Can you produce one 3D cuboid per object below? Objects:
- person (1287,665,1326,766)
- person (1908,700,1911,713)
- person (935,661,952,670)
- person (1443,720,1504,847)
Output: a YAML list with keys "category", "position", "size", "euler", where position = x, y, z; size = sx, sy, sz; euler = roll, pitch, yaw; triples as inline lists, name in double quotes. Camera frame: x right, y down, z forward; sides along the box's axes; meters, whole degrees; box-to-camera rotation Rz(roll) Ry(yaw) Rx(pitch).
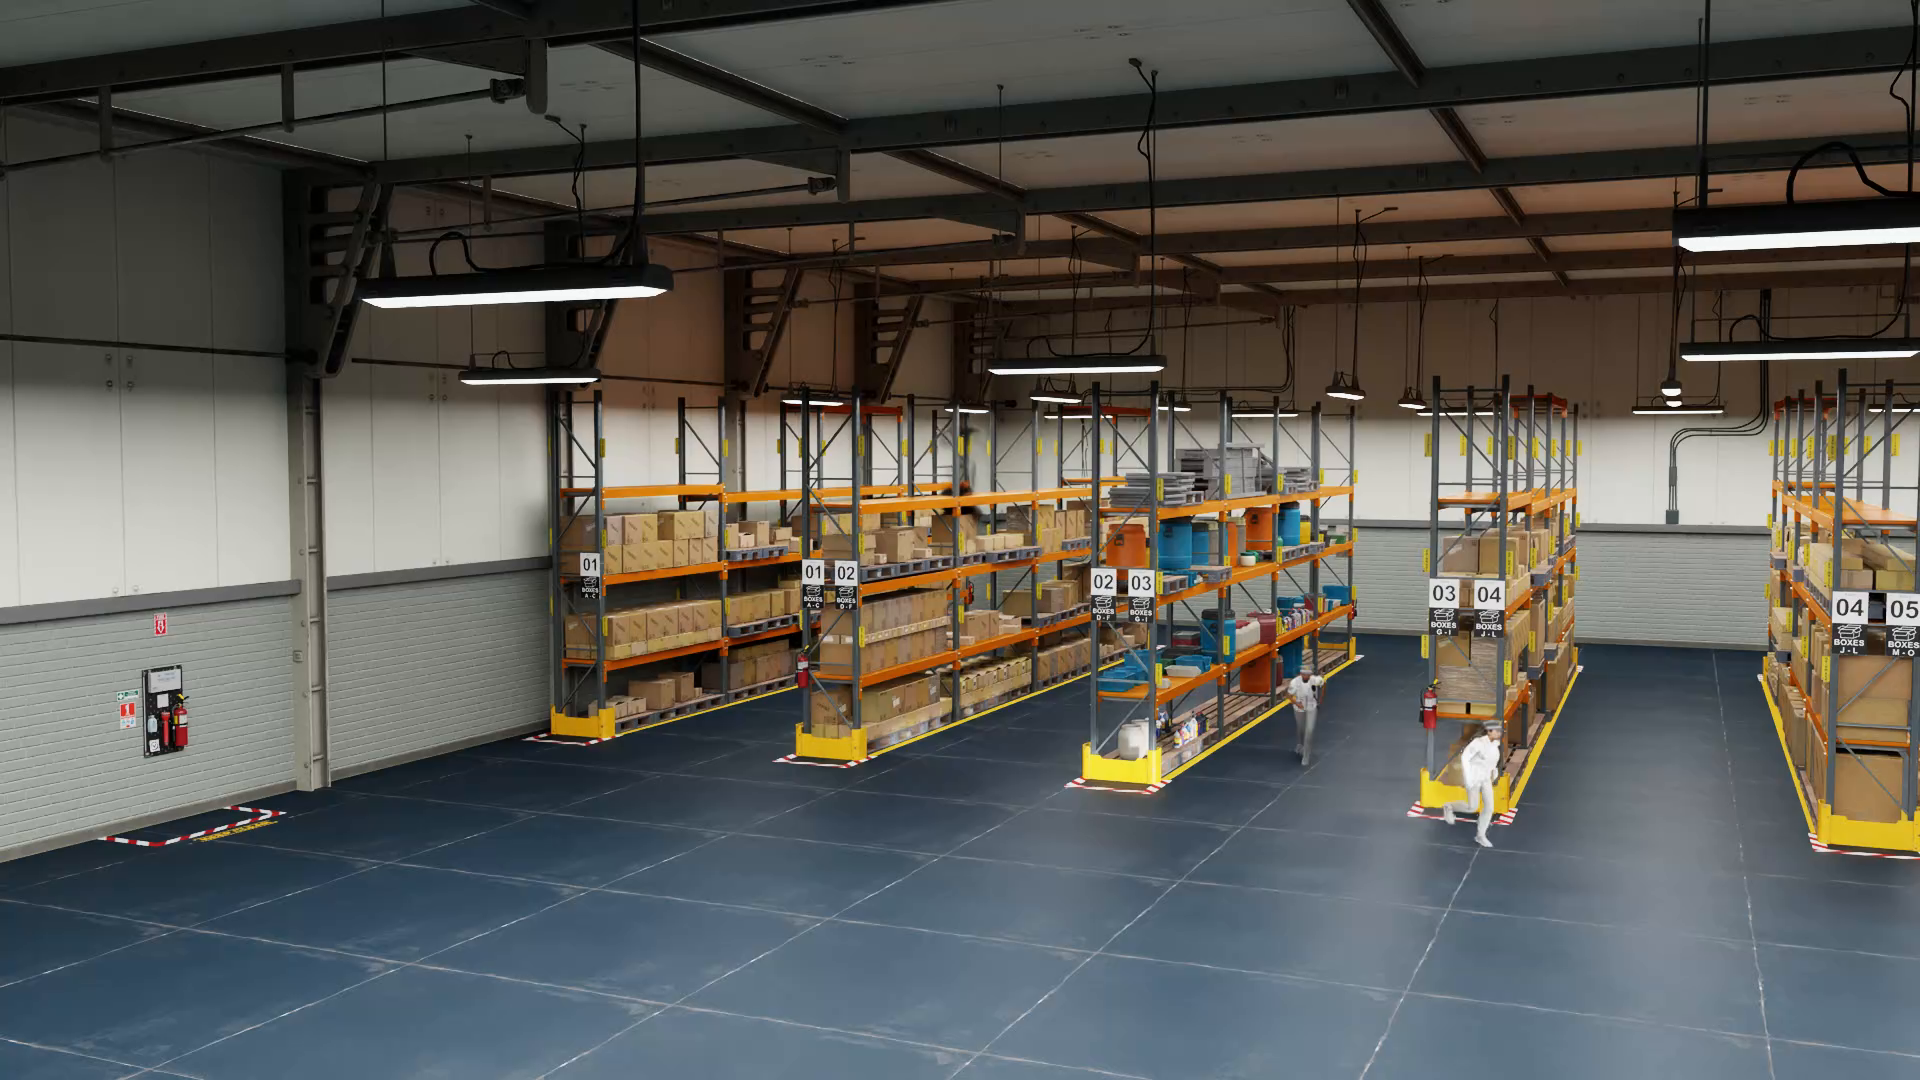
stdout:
- category: "person"
  position: [5.534, 2.763, 26.648]
  size: [0.615, 1.626, 0.985]
  euler: [0, 3, 6]
- category: "person"
  position: [17.795, 2.407, 31.102]
  size: [0.683, 1.740, 0.778]
  euler: [1, 3, 20]
- category: "person"
  position: [-0.363, 2.220, 35.843]
  size: [0.559, 1.640, 0.795]
  euler: [1, 3, 20]
- category: "person"
  position: [6.542, 3.053, 21.195]
  size: [0.620, 1.631, 0.859]
  euler: [-2, 4, -38]
